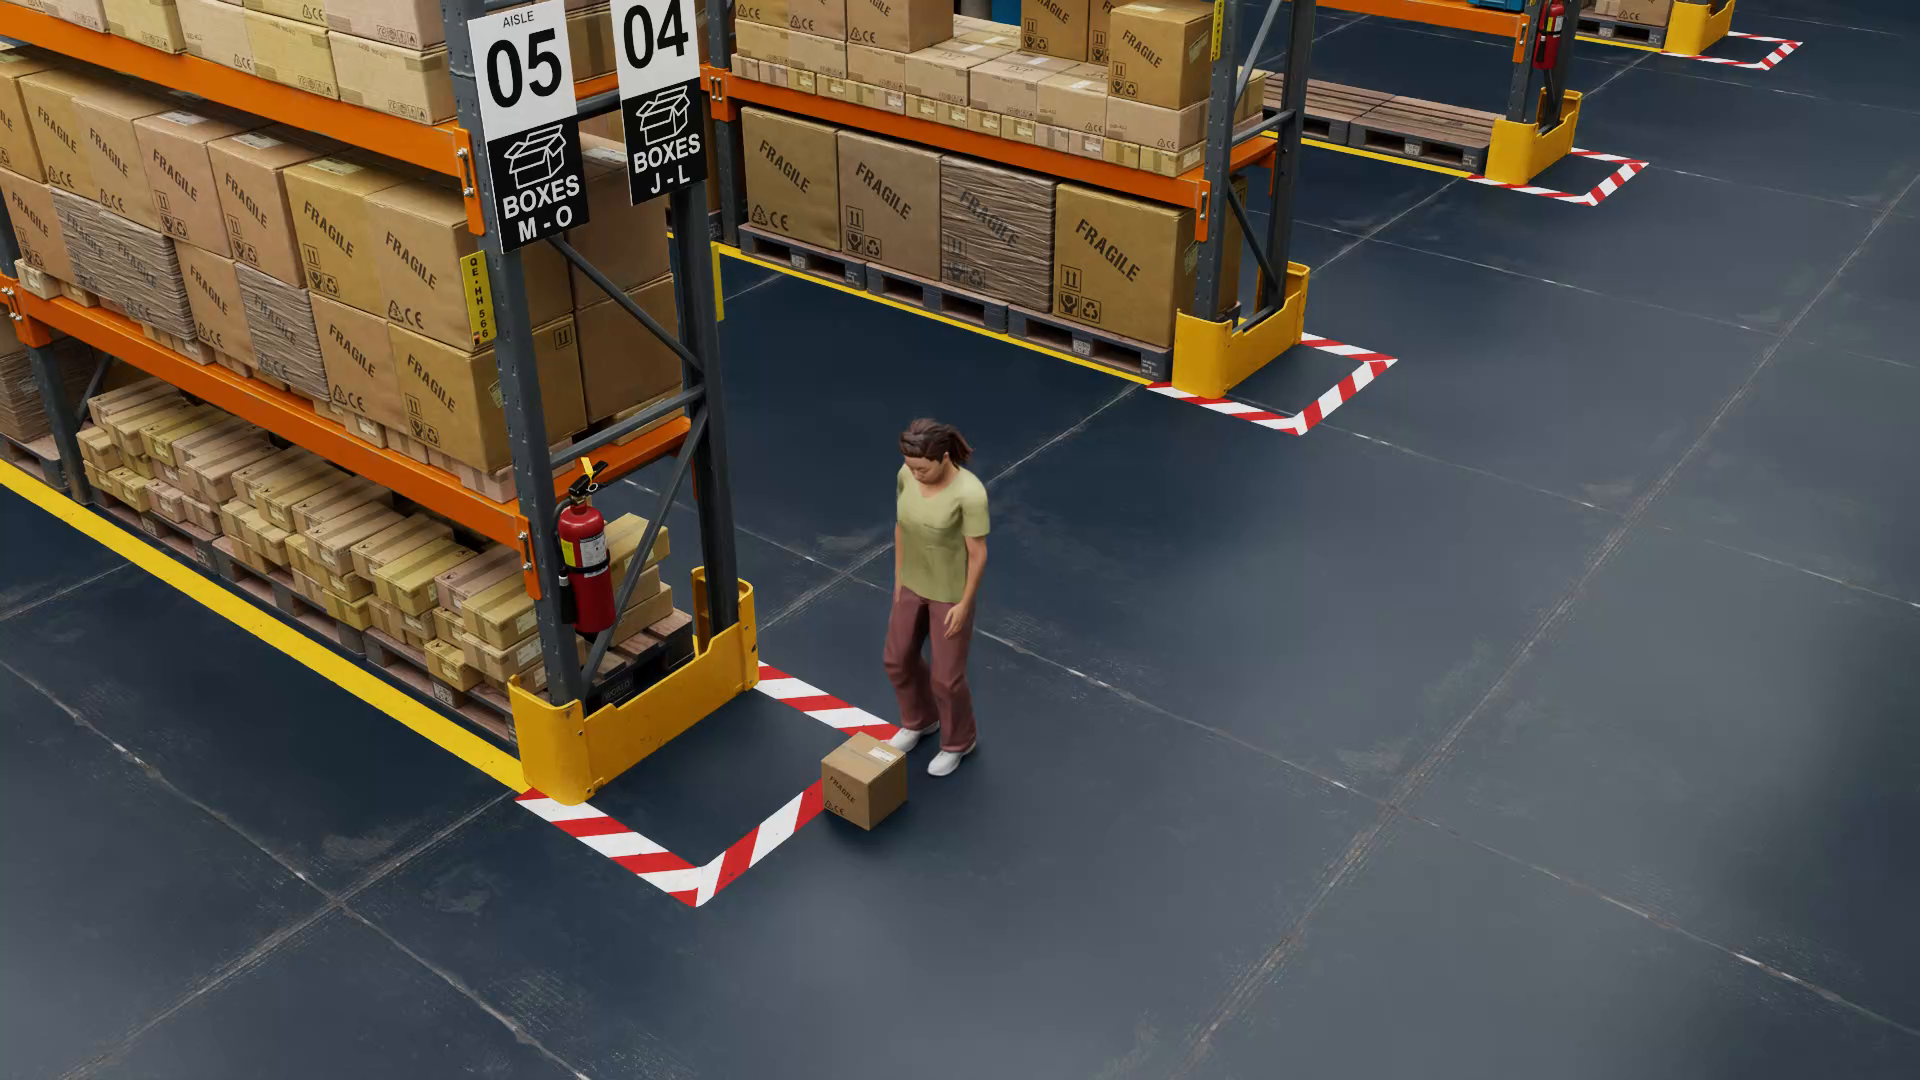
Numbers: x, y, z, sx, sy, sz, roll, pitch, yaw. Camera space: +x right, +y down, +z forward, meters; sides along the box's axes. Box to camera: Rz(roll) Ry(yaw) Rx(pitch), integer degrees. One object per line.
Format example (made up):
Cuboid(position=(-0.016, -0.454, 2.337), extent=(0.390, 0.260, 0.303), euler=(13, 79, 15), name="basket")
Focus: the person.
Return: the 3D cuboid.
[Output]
Cuboid(position=(-0.093, 0.217, 6.811), extent=(0.463, 1.645, 0.354), euler=(23, 38, 33), name="person")
